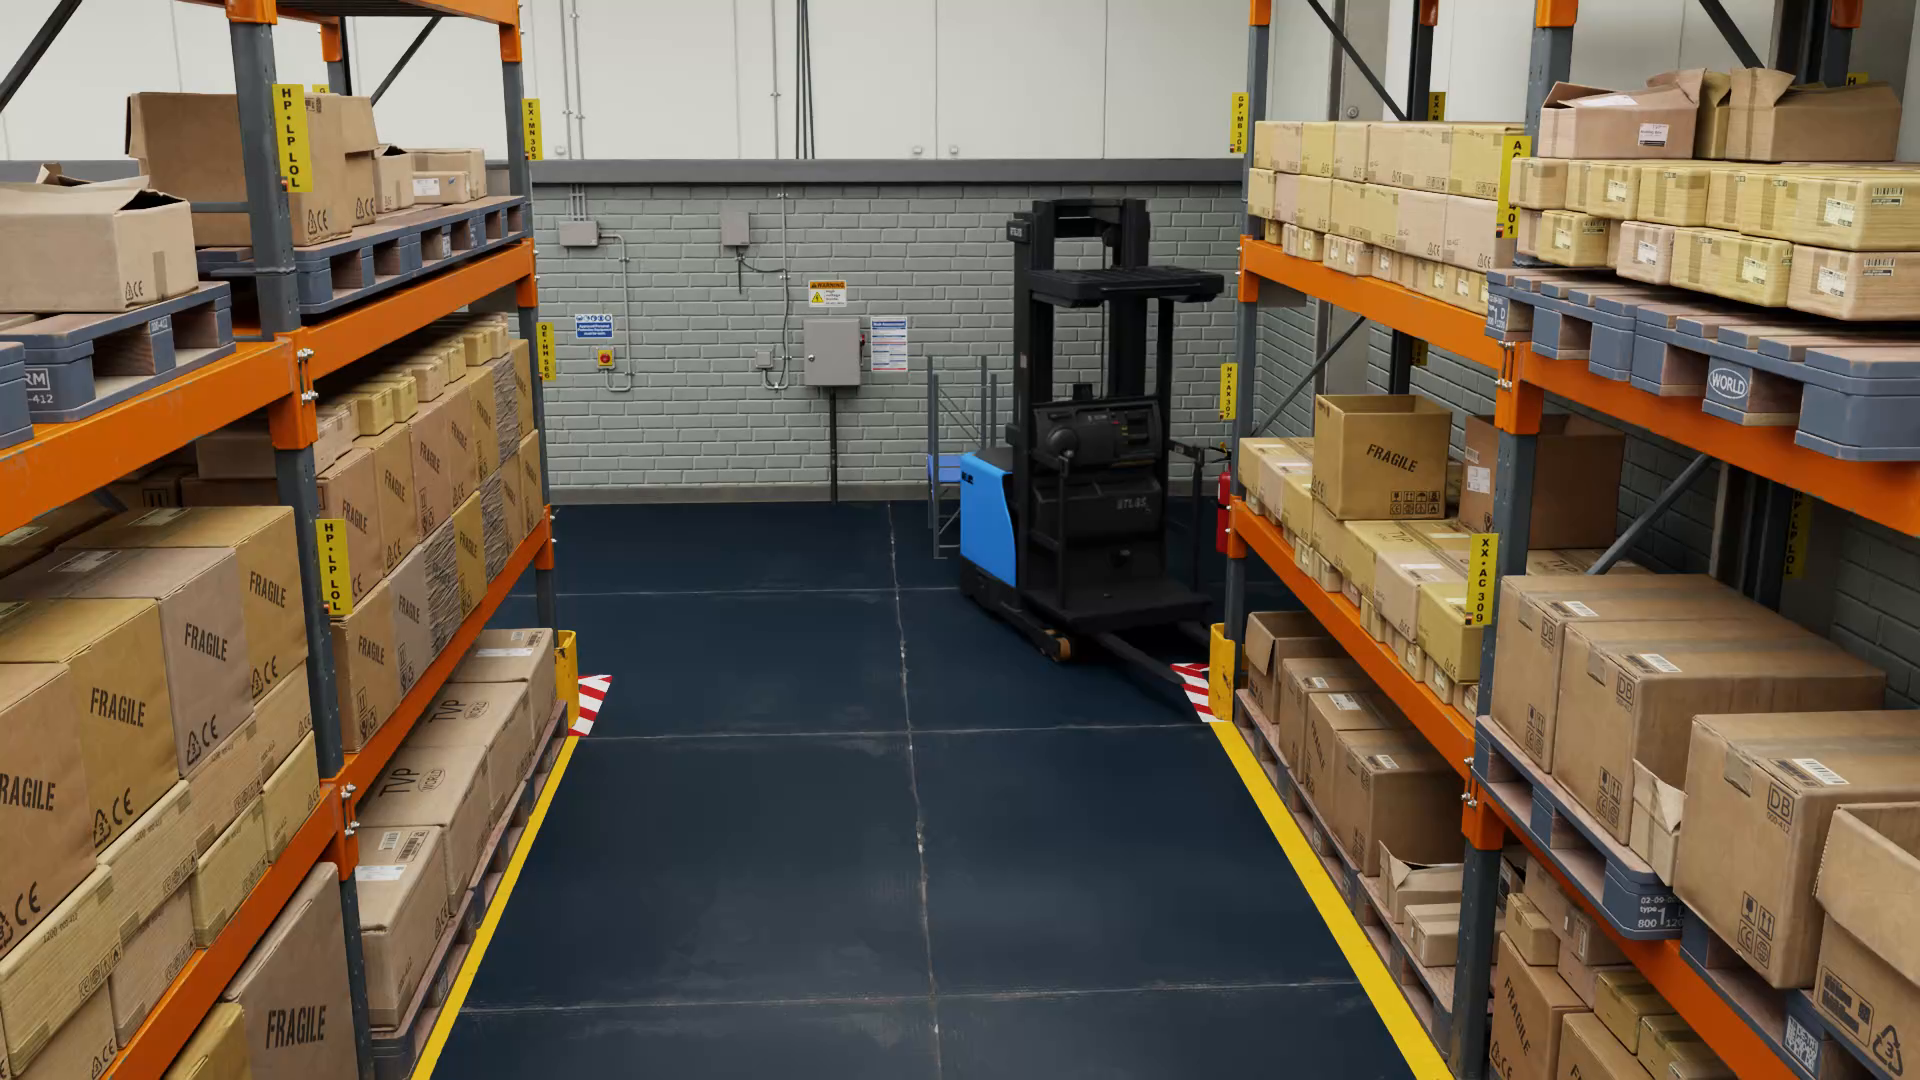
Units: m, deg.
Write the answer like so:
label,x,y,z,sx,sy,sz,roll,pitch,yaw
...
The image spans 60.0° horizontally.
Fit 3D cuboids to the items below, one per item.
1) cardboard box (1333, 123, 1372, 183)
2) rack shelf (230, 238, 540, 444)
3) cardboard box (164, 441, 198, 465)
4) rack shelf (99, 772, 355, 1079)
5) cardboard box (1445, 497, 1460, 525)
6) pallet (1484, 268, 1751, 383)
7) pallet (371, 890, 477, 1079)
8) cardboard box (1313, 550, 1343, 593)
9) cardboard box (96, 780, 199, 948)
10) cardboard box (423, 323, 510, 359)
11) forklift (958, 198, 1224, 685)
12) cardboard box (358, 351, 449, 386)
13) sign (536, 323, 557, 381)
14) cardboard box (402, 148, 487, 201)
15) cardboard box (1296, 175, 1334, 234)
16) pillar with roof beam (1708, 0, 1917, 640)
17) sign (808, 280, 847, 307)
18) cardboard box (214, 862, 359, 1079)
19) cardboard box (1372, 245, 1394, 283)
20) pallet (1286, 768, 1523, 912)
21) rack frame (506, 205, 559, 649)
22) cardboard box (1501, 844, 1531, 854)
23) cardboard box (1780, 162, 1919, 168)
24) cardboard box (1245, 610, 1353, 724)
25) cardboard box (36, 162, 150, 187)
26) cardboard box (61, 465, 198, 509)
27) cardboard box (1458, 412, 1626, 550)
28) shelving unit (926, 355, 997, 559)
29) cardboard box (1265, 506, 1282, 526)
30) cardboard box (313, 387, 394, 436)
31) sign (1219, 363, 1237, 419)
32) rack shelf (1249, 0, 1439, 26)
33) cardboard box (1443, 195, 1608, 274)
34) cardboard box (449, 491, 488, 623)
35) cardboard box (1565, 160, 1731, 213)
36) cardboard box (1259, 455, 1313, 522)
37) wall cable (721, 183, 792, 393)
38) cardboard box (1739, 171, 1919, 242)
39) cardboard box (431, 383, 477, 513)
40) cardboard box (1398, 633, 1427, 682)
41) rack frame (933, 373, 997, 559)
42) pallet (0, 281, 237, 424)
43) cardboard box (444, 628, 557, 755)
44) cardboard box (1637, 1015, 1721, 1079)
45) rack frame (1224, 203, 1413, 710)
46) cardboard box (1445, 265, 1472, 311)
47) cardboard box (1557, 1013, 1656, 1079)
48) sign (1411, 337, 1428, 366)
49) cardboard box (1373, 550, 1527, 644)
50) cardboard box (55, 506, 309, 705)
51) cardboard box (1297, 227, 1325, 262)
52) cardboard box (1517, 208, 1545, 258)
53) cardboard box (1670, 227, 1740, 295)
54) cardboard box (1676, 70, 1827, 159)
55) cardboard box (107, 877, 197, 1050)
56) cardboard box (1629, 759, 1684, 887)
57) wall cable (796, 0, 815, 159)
label,x,y,z,sx,sy,sz,roll,pitch,yaw
cardboard box,1.972,-1.723,7.384,0.500,0.250,0.500,0,14,-2
rack shelf,-2.734,-0.978,7.233,1.077,0.370,4.000,-1,14,-3
cardboard box,-2.855,-0.362,5.906,0.380,0.149,0.250,-1,14,-2
rack shelf,-2.486,1.469,3.741,1.077,0.370,4.000,-1,14,-3
cardboard box,2.478,-0.029,7.822,0.500,0.250,0.500,-1,14,-4
pallet,2.314,-0.653,4.901,1.213,0.211,1.003,-1,14,-3
pallet,-2.579,1.783,6.671,1.003,0.211,1.213,-1,14,-3
cardboard box,1.909,0.145,7.948,0.380,0.149,0.250,-1,14,-2
cardboard box,-2.264,0.813,4.146,0.500,0.250,0.500,-1,14,-2
cardboard box,-2.496,-1.006,8.409,0.380,0.149,0.250,-1,14,-4
forklift,1.017,-0.735,10.999,1.130,2.935,3.031,-6,16,-22
cardboard box,-2.504,-0.750,7.413,0.380,0.149,0.250,0,14,-2
sign,-2.315,-1.052,9.296,0.100,0.325,0.005,-1,14,-3
cardboard box,-2.740,-1.893,8.601,0.500,0.250,0.500,-2,15,-9
cardboard box,1.922,-1.605,7.929,0.500,0.250,0.500,-1,14,-5
pillar with roof beam,-1.096,-2.480,5.607,9.100,9.000,0.400,-1,14,-3
sign,-1.193,-2.220,14.978,0.339,0.242,0.001,-1,14,-3
cardboard box,-2.492,1.602,5.202,0.875,0.875,0.875,0,14,-2
cardboard box,1.987,-1.189,7.111,0.380,0.149,0.250,-1,14,-3
pallet,2.224,1.421,8.079,1.003,0.211,1.213,-1,14,-3
rack frame,-2.858,-0.372,9.451,1.000,3.000,0.127,-1,14,-3
cardboard box,2.512,1.447,7.260,0.380,0.149,0.250,-1,14,-4
cardboard box,2.541,-0.983,4.670,0.380,0.149,0.250,-1,14,-5
cardboard box,2.039,0.710,9.414,0.797,0.503,0.637,-1,15,-6
cardboard box,-2.969,-1.170,5.760,0.396,0.266,0.258,0,14,-2
cardboard box,-2.915,-0.022,5.887,0.500,0.500,0.500,-1,14,-4
cardboard box,2.517,-0.263,7.229,0.500,0.500,0.500,-1,14,-5
shelving unit,0.005,-0.705,13.757,0.538,1.500,1.048,-1,14,-3
cardboard box,1.904,-0.179,9.206,0.380,0.149,0.250,-1,14,-2
cardboard box,-2.415,-0.495,6.422,0.380,0.149,0.250,-1,14,-4
sign,1.554,-0.860,9.611,0.100,0.325,0.005,-1,14,-3
rack shelf,2.220,-2.507,7.161,1.077,0.370,4.000,-1,14,-3
cardboard box,2.064,-1.095,5.945,0.500,0.250,0.500,-1,14,-3
cardboard box,-2.461,0.077,7.507,0.500,0.500,0.500,0,14,-2
cardboard box,2.012,-1.035,4.873,0.380,0.149,0.250,-1,14,-3
cardboard box,1.887,-0.278,8.792,0.500,0.250,0.500,-1,14,-3
wall cable,-1.816,-2.290,14.869,0.588,1.984,0.122,-1,14,-3
cardboard box,2.073,-0.781,3.885,0.380,0.149,0.250,-1,14,-3
cardboard box,-2.472,-0.410,7.394,0.500,0.500,0.500,-1,14,-4
cardboard box,1.994,0.463,6.710,0.380,0.149,0.250,-1,14,-2
rack frame,0.037,-0.579,13.266,0.500,1.500,0.032,-1,14,-3
pallet,-2.504,-0.509,4.351,0.805,0.209,1.217,-1,15,-6
cardboard box,-2.717,0.829,9.085,0.875,0.438,0.875,-1,14,-5
cardboard box,2.253,1.531,4.927,0.380,0.149,0.250,-1,14,-4
rack frame,2.096,-0.449,9.752,1.000,3.000,0.127,-1,14,-3
cardboard box,2.015,-0.931,6.110,0.380,0.149,0.250,-1,14,-4
cardboard box,2.192,1.809,5.150,0.500,0.500,0.500,-1,14,-4
sign,2.651,-1.166,9.582,0.100,0.325,0.005,-1,14,-3
cardboard box,2.023,0.227,6.828,0.500,0.250,0.500,-1,14,-3
cardboard box,-2.332,0.198,5.030,0.500,0.500,0.500,0,14,-2
cardboard box,1.861,-1.440,8.087,0.380,0.149,0.250,-1,14,-4
cardboard box,1.965,-0.957,5.166,0.380,0.149,0.250,-1,14,-3
cardboard box,2.031,-0.703,4.178,0.380,0.149,0.250,-1,14,-4
cardboard box,2.431,-1.307,5.098,0.396,0.266,0.258,-1,14,-4
cardboard box,-2.288,1.056,4.203,0.500,0.250,0.500,-1,14,-5
cardboard box,2.047,0.759,4.484,0.396,0.266,0.258,0,14,-1
wall cable,0.042,-4.750,14.353,2.988,3.039,0.133,-1,14,-3
